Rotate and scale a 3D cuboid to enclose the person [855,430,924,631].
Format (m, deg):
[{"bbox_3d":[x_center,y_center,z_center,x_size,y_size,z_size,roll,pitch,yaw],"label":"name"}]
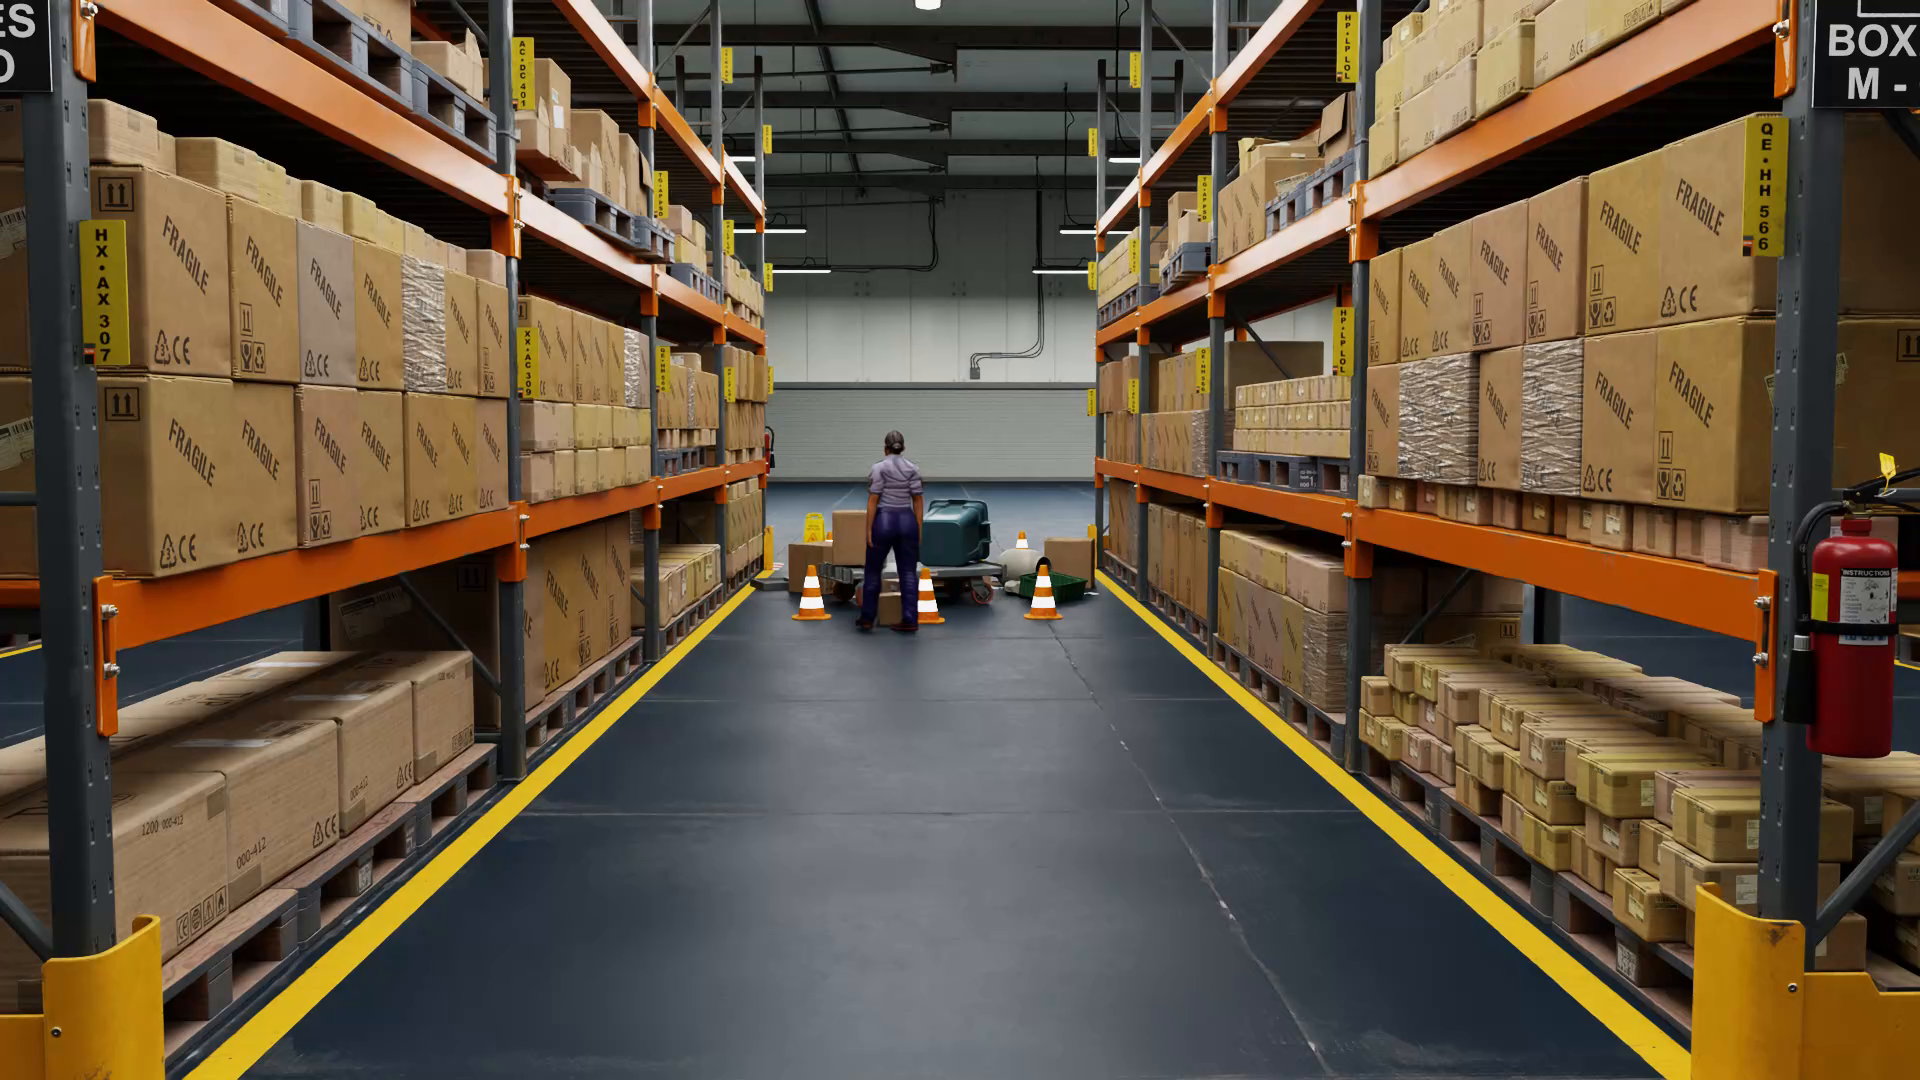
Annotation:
[{"bbox_3d":[-0.581,-0.083,13.749,0.493,1.644,0.551,-2,4,-21],"label":"person"}]
